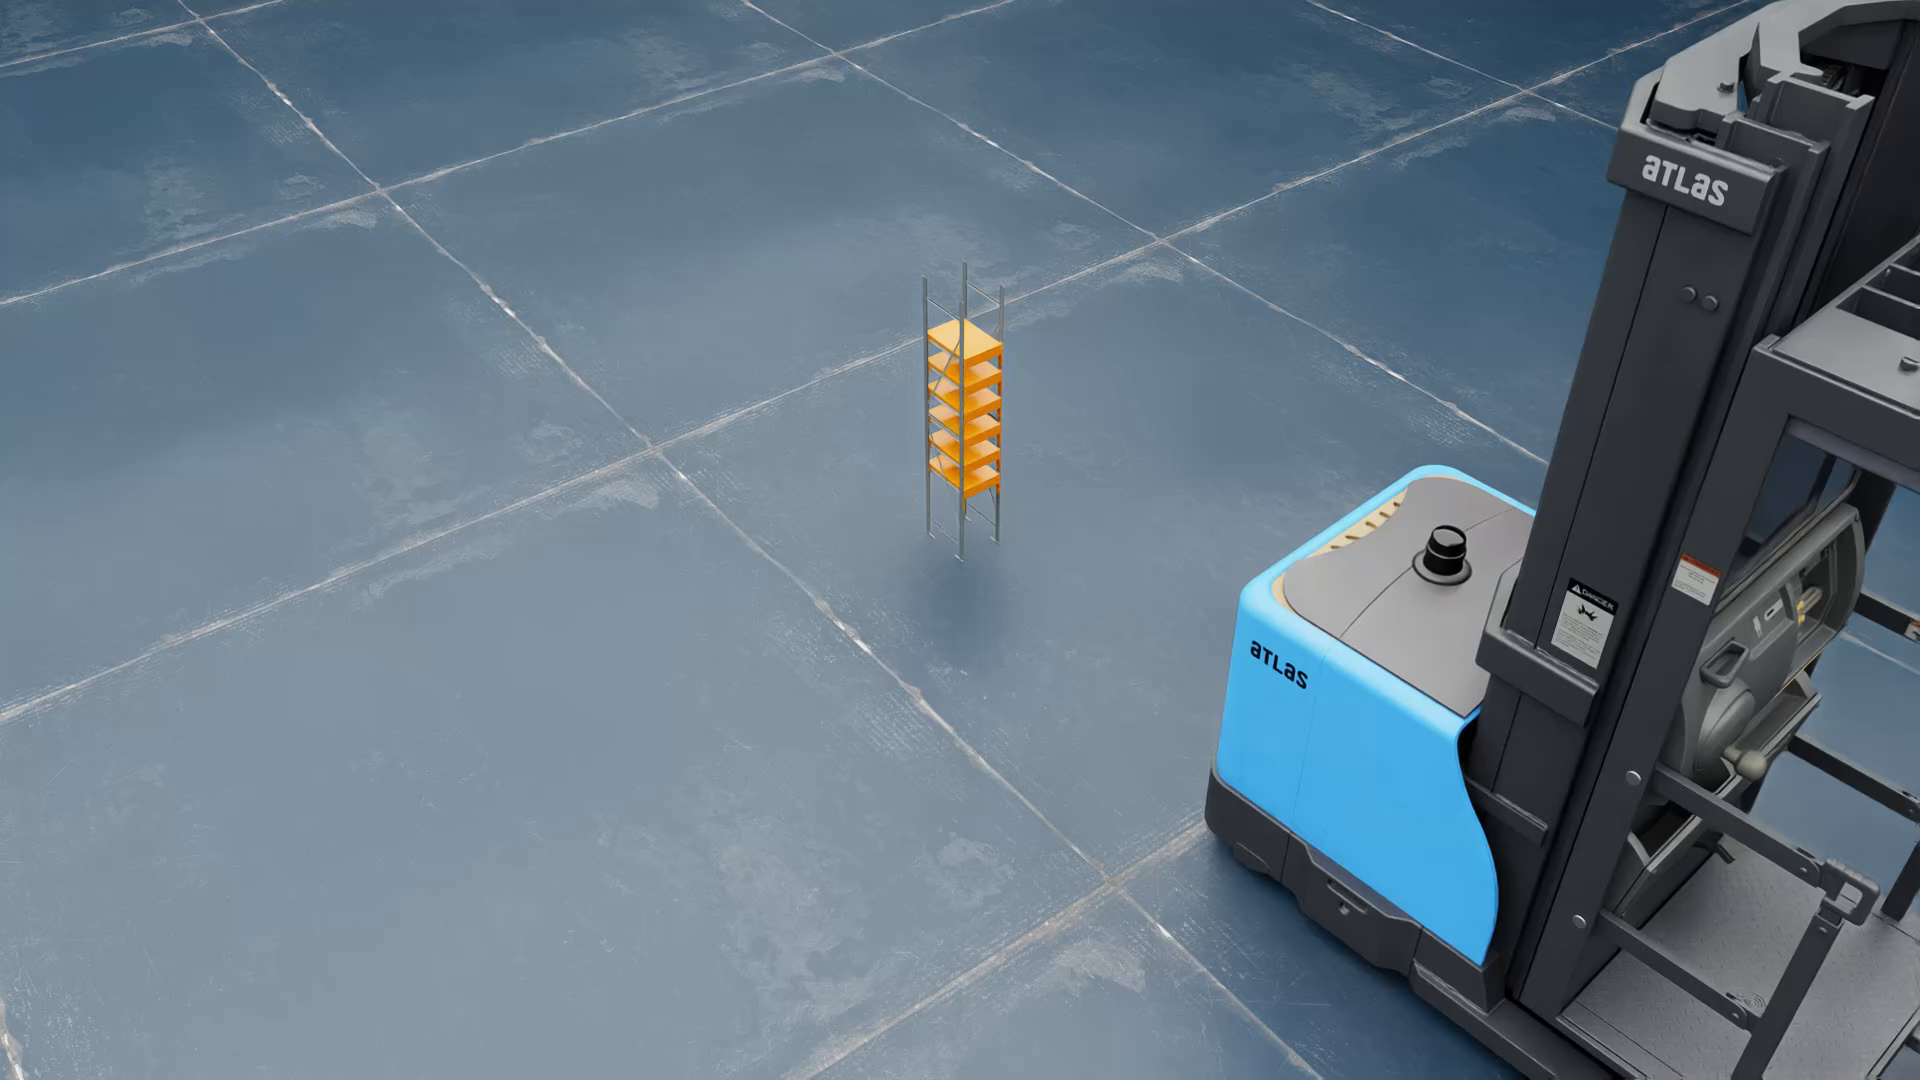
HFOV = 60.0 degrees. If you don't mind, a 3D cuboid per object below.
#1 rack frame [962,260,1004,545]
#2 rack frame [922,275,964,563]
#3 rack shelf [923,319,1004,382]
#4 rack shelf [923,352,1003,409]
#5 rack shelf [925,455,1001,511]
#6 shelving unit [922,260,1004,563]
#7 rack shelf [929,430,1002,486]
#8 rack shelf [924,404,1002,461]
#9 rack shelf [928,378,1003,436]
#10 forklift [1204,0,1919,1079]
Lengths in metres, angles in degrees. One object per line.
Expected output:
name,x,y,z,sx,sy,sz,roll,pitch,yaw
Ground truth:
rack frame,0.084,-0.505,6.419,0.006,1.200,0.240,-26,46,-28
rack frame,-0.061,-0.434,6.333,0.006,1.200,0.240,-26,46,-28
rack shelf,0.011,-0.713,6.176,0.180,0.103,0.258,-26,46,-28
rack shelf,0.011,-0.621,6.252,0.180,0.103,0.258,-26,46,-28
rack shelf,0.011,-0.250,6.557,0.180,0.103,0.258,-26,46,-28
shelving unit,0.011,-0.469,6.376,0.189,1.200,0.258,-26,46,-28
rack shelf,0.011,-0.342,6.481,0.180,0.103,0.258,-26,46,-28
rack shelf,0.011,-0.435,6.404,0.180,0.103,0.258,-26,46,-28
rack shelf,0.011,-0.528,6.328,0.180,0.103,0.258,-26,46,-28
forklift,2.175,0.324,4.044,1.130,2.935,3.031,-30,48,-31
